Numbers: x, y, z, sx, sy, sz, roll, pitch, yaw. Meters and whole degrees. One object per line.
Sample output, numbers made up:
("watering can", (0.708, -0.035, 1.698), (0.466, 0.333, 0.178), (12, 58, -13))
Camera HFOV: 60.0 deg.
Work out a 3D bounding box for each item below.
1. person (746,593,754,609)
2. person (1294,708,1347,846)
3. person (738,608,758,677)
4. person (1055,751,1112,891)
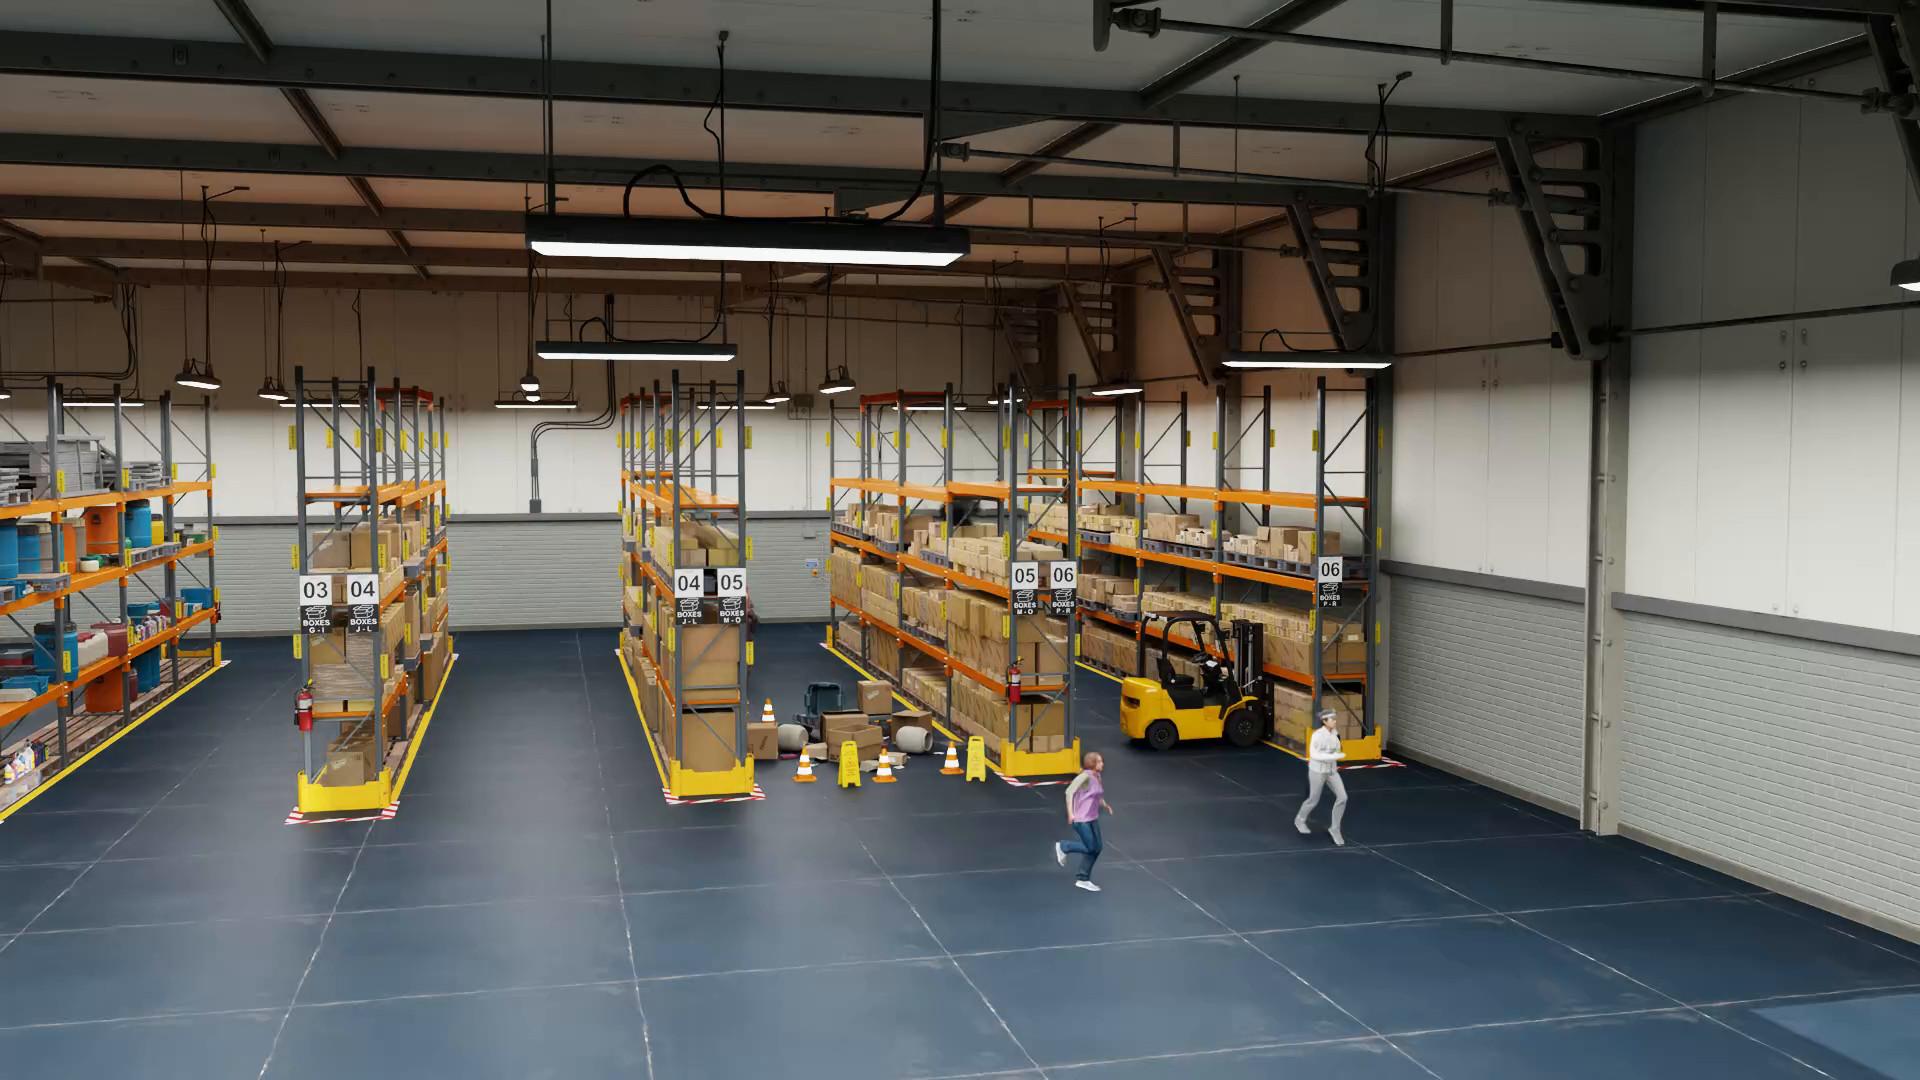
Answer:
("person", (-5.032, 1.853, 38.060), (0.690, 1.848, 0.913), (-1, 4, -21))
("person", (4.516, 2.929, 20.793), (0.638, 1.720, 0.828), (-3, 4, -38))
("person", (-4.622, 2.040, 34.991), (0.708, 1.736, 0.689), (-1, 3, -11))
("person", (1.400, 3.137, 18.611), (0.604, 1.556, 0.570), (2, 4, 32))
